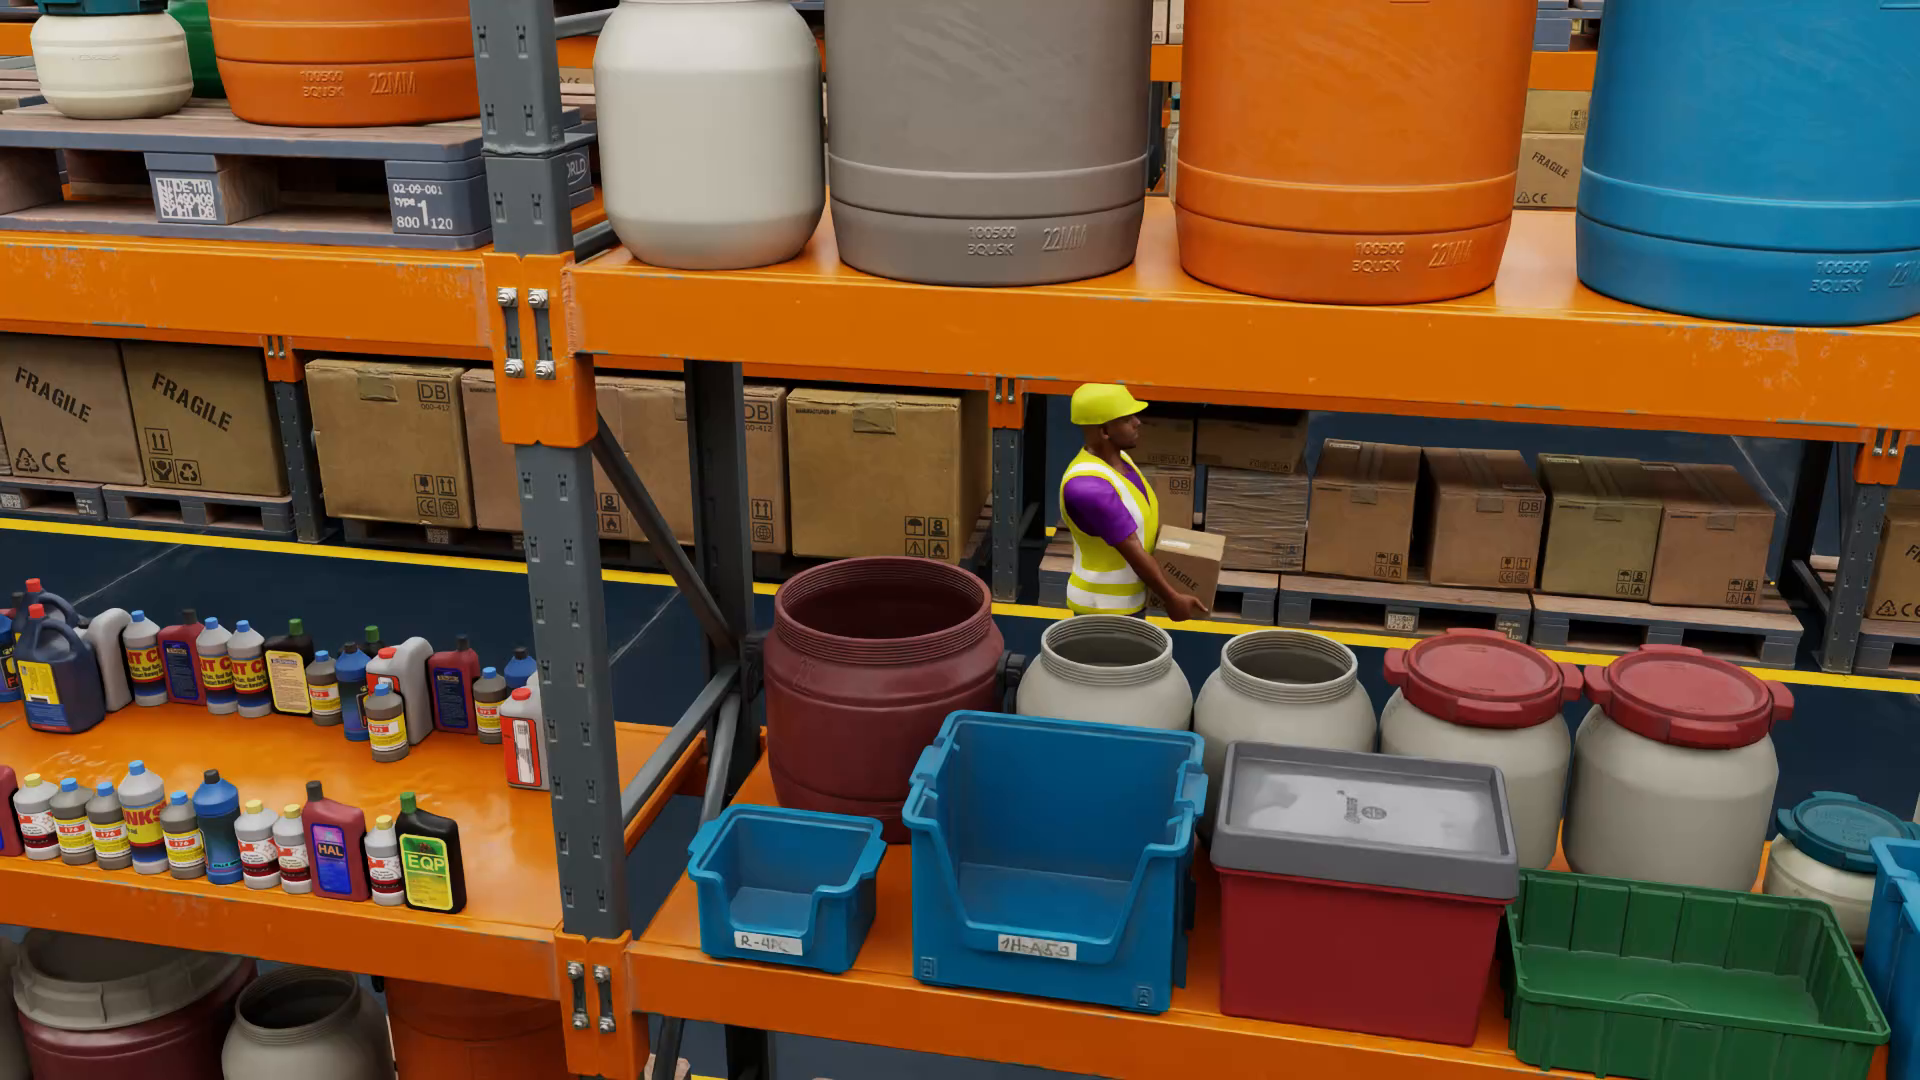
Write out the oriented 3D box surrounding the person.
[{"bbox_3d":[0.682,0.243,6.445,0.577,1.758,0.503,5,22,12],"label":"person"}]
